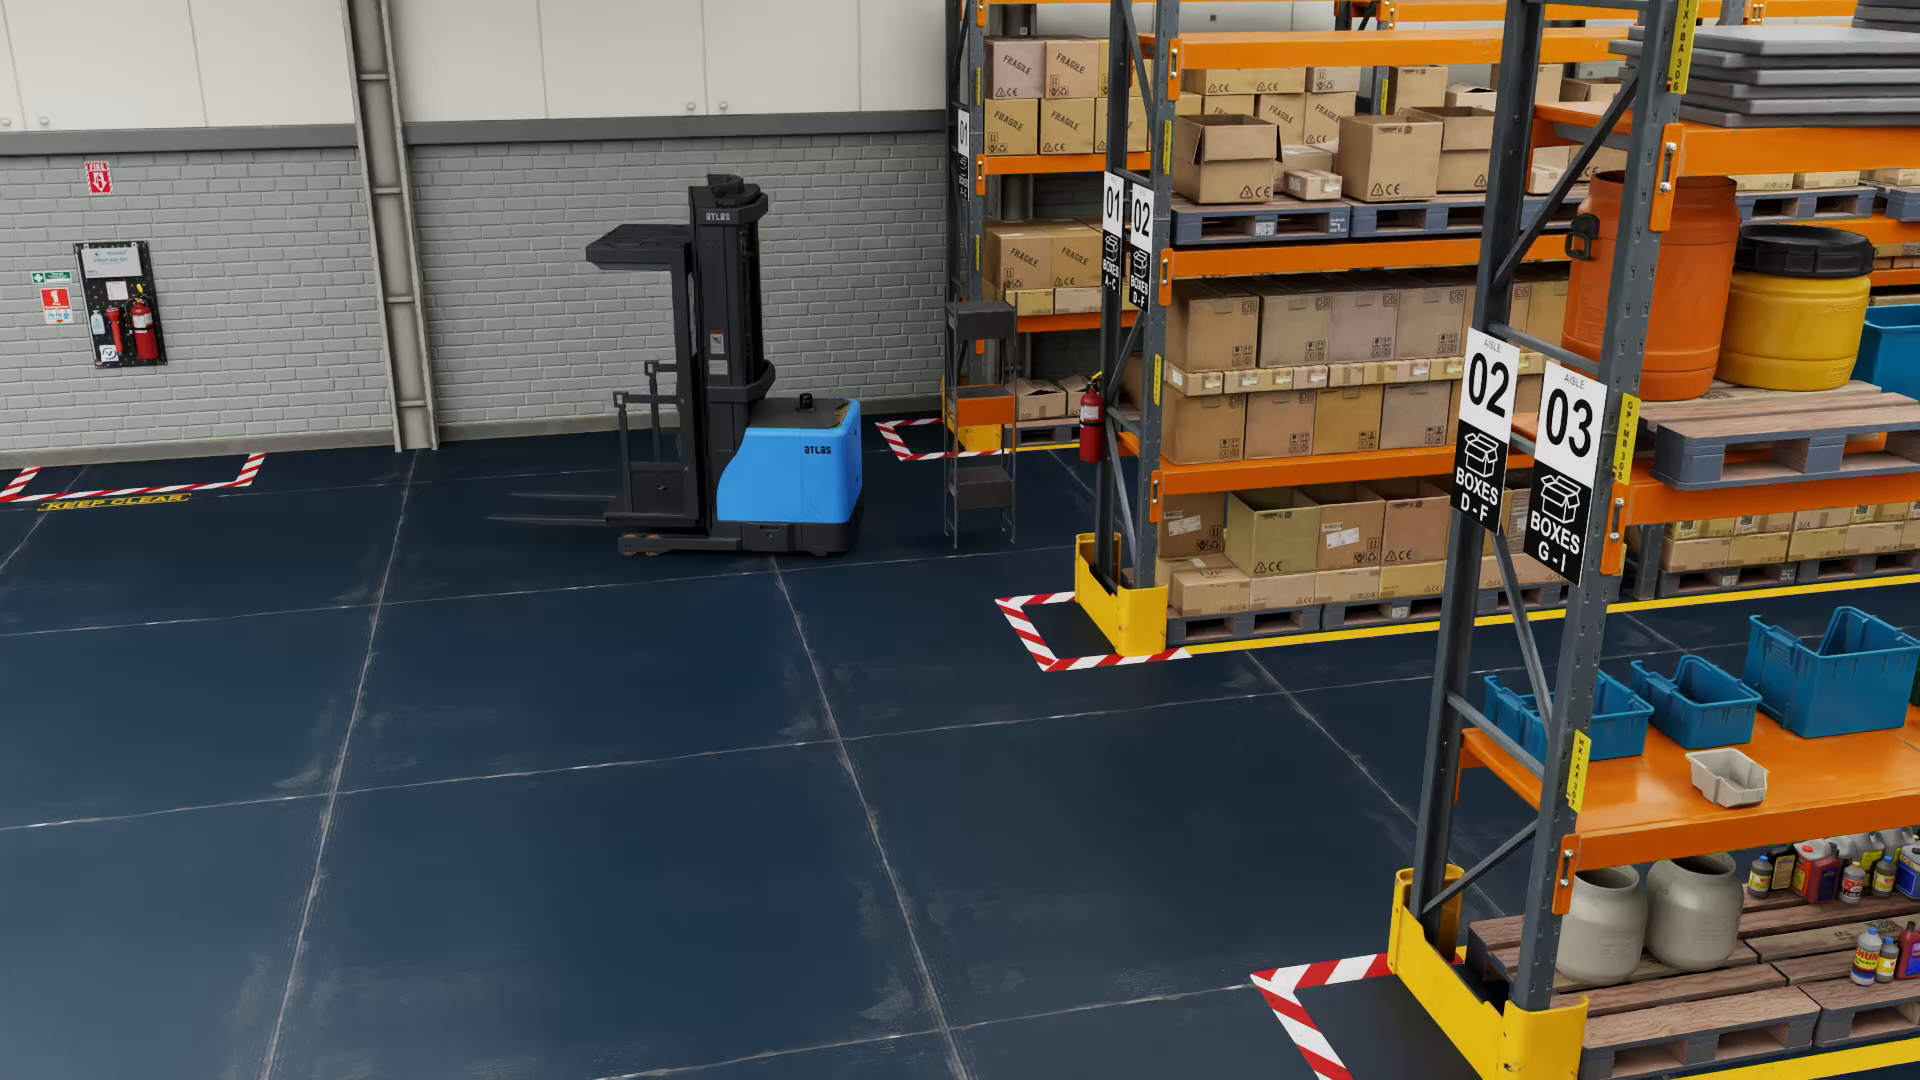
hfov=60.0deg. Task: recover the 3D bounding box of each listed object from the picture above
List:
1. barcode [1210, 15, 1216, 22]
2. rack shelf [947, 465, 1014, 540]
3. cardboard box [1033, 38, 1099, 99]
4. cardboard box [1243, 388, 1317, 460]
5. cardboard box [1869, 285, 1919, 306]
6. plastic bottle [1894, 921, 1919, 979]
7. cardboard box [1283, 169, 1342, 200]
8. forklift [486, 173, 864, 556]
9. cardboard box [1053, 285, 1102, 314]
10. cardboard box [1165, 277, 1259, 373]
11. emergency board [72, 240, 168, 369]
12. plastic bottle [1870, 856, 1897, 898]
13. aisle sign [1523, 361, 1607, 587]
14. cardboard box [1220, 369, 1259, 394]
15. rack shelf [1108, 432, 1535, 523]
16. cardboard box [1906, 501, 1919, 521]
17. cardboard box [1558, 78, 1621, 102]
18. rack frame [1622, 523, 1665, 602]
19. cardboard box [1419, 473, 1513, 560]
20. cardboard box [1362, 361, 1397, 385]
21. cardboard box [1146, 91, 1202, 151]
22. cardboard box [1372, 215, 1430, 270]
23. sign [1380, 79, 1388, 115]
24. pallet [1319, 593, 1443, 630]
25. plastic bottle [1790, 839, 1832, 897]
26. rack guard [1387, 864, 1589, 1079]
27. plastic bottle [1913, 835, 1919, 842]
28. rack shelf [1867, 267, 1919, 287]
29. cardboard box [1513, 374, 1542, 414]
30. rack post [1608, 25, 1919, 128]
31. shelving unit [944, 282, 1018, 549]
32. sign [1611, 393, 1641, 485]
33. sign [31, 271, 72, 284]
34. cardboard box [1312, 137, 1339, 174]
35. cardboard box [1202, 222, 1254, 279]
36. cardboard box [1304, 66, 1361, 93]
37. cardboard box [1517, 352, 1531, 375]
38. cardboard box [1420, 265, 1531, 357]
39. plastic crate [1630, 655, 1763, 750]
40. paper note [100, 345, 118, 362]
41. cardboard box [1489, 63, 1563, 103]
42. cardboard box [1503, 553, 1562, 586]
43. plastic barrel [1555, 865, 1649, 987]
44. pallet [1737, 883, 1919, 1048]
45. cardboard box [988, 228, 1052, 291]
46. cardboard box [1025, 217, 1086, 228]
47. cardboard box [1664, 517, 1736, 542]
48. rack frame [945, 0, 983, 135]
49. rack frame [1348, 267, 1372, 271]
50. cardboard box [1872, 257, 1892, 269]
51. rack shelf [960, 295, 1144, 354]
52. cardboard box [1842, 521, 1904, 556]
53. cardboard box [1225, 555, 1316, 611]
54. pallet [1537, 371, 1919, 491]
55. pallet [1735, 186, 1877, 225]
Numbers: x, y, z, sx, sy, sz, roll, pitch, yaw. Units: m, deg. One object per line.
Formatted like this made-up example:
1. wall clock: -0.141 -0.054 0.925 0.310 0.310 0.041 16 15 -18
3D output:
1. barcode: 2.476 -5.108 16.274 0.075 0.075 0.001 -5 21 -12
2. rack shelf: 0.161 -0.329 13.735 0.480 0.518 0.431 -5 21 -12
3. cardboard box: 0.966 -4.363 15.375 0.500 0.500 0.500 -5 21 -13
4. cardboard box: 2.146 -0.922 11.824 0.500 0.500 0.700 -4 21 -11
5. cardboard box: 10.246 -2.428 18.597 0.750 0.750 0.750 -4 20 -11
6. plastic bottle: 4.376 1.877 7.638 0.133 0.283 0.061 -4 21 -12
7. cardboard box: 2.364 -2.386 11.159 0.250 0.149 0.380 -5 21 -12
8. forklift: -2.361 -1.428 13.451 3.031 2.935 1.130 1 20 4
9. cardboard box: 1.085 -2.374 16.123 0.500 0.250 0.500 -5 21 -14
10. cardboard box: 1.688 -1.492 11.495 0.500 0.500 0.700 -5 21 -12
11. emergency board: -7.735 -2.144 15.306 0.643 1.169 0.194 -5 21 -12
12. plastic bottle: 4.619 1.676 8.308 0.097 0.201 0.097 0 20 0
13. aisle sign: 2.312 -0.257 6.377 0.004 0.787 0.394 -5 21 -12
14. cardboard box: 1.867 -1.131 11.453 0.250 0.149 0.380 -5 21 -14
15. rack shelf: 3.125 -0.619 12.190 4.000 0.370 1.077 -5 21 -12
16. cardboard box: 7.515 -0.395 13.104 0.500 0.311 0.500 -5 21 -13
17. cardboard box: 6.538 -4.485 17.156 0.637 0.503 0.797 -2 20 -5
18. rack frame: 5.071 -1.115 12.499 0.127 3.000 1.000 -5 21 -12
19. cardboard box: 3.695 -0.187 12.262 0.500 0.500 0.500 -5 21 -12
20. cardboard box: 2.863 -1.212 11.674 0.250 0.149 0.380 -5 21 -13
21. cardboard box: 1.970 -3.987 15.802 0.500 0.500 0.500 -3 20 -9
22. cardboard box: 4.431 -3.056 17.011 0.500 0.500 0.700 -5 21 -12
23. sign: 4.060 -4.244 15.926 0.005 0.325 0.100 -5 21 -12
24. pallet: 3.098 0.341 12.578 1.213 0.211 1.003 -5 21 -12
25. plastic bottle: 4.253 1.629 8.327 0.135 0.276 0.152 -4 21 -12
26. rack guard: 2.378 2.011 7.597 0.348 0.500 1.175 -5 21 -12
27. plastic bottle: 4.862 1.605 8.502 0.097 0.201 0.097 0 20 0
28. rack shelf: 9.767 -2.910 18.445 4.000 0.370 1.077 -5 21 -12
29. cardboard box: 4.129 -1.081 12.260 0.500 0.500 0.700 -5 21 -13
30. rack post: 3.080 -1.740 6.209 0.954 0.300 0.937 -2 20 -7
31. shelving unit: 0.161 -0.999 13.489 0.503 2.100 0.431 -5 21 -12
32. sign: 2.437 -0.369 6.086 0.005 0.325 0.100 -5 21 -12
33. sign: -8.291 -2.398 15.177 0.331 0.109 0.001 -5 21 -12
34. cardboard box: 2.780 -2.652 11.647 0.500 0.311 0.500 -2 20 -6
35. cardboard box: 2.562 -2.846 16.321 0.500 0.500 0.500 -5 21 -14
36. cardboard box: 3.503 -4.577 15.960 0.500 0.500 0.500 -6 21 -17
37. cardboard box: 3.865 -1.294 11.897 0.250 0.149 0.380 -5 21 -13
38. cardboard box: 3.662 -1.655 11.939 0.500 0.500 0.700 -5 21 -12
39. plastic crate: 3.366 0.740 7.650 0.408 0.251 0.499 -5 21 -12
40. paper note: -7.923 -1.739 15.483 0.142 0.148 0.016 -5 21 -12
41. cardboard box: 5.679 -4.540 16.731 0.500 0.500 0.500 -5 21 -14
42. cardboard box: 4.182 0.125 12.501 0.500 0.250 0.500 -5 21 -12
43. plastic barrel: 2.938 1.753 7.675 0.421 0.512 0.421 0 20 0
44. pallet: 4.355 1.989 8.077 1.213 0.211 1.003 -5 21 -12
45. cardboard box: 0.569 -2.685 15.882 0.500 0.500 0.500 -5 21 -12
46. cardboard box: 0.937 -2.893 16.449 0.500 0.500 0.500 -4 21 -12
47. cardboard box: 5.531 -0.234 12.665 0.500 0.311 0.500 -5 21 -12
48. rack frame: 0.035 -5.274 15.128 0.127 3.000 1.000 -5 21 -12
49. rack frame: 3.928 -2.773 17.025 0.127 3.000 1.000 -5 21 -12
50. cardboard box: 9.942 -3.073 18.180 0.250 0.149 0.380 -4 20 -11
51. rack shelf: 1.982 -2.277 16.716 4.000 0.370 1.077 -5 21 -12
52. cardboard box: 7.017 -0.092 13.093 0.500 0.250 0.500 -4 21 -11
53. cardboard box: 2.238 0.286 12.059 0.500 0.250 0.500 -5 21 -12
54. pallet: 3.143 -0.493 6.713 1.213 0.211 1.003 -5 21 -12
55. pallet: 5.927 -2.508 12.218 1.217 0.209 0.805 -5 21 -15
